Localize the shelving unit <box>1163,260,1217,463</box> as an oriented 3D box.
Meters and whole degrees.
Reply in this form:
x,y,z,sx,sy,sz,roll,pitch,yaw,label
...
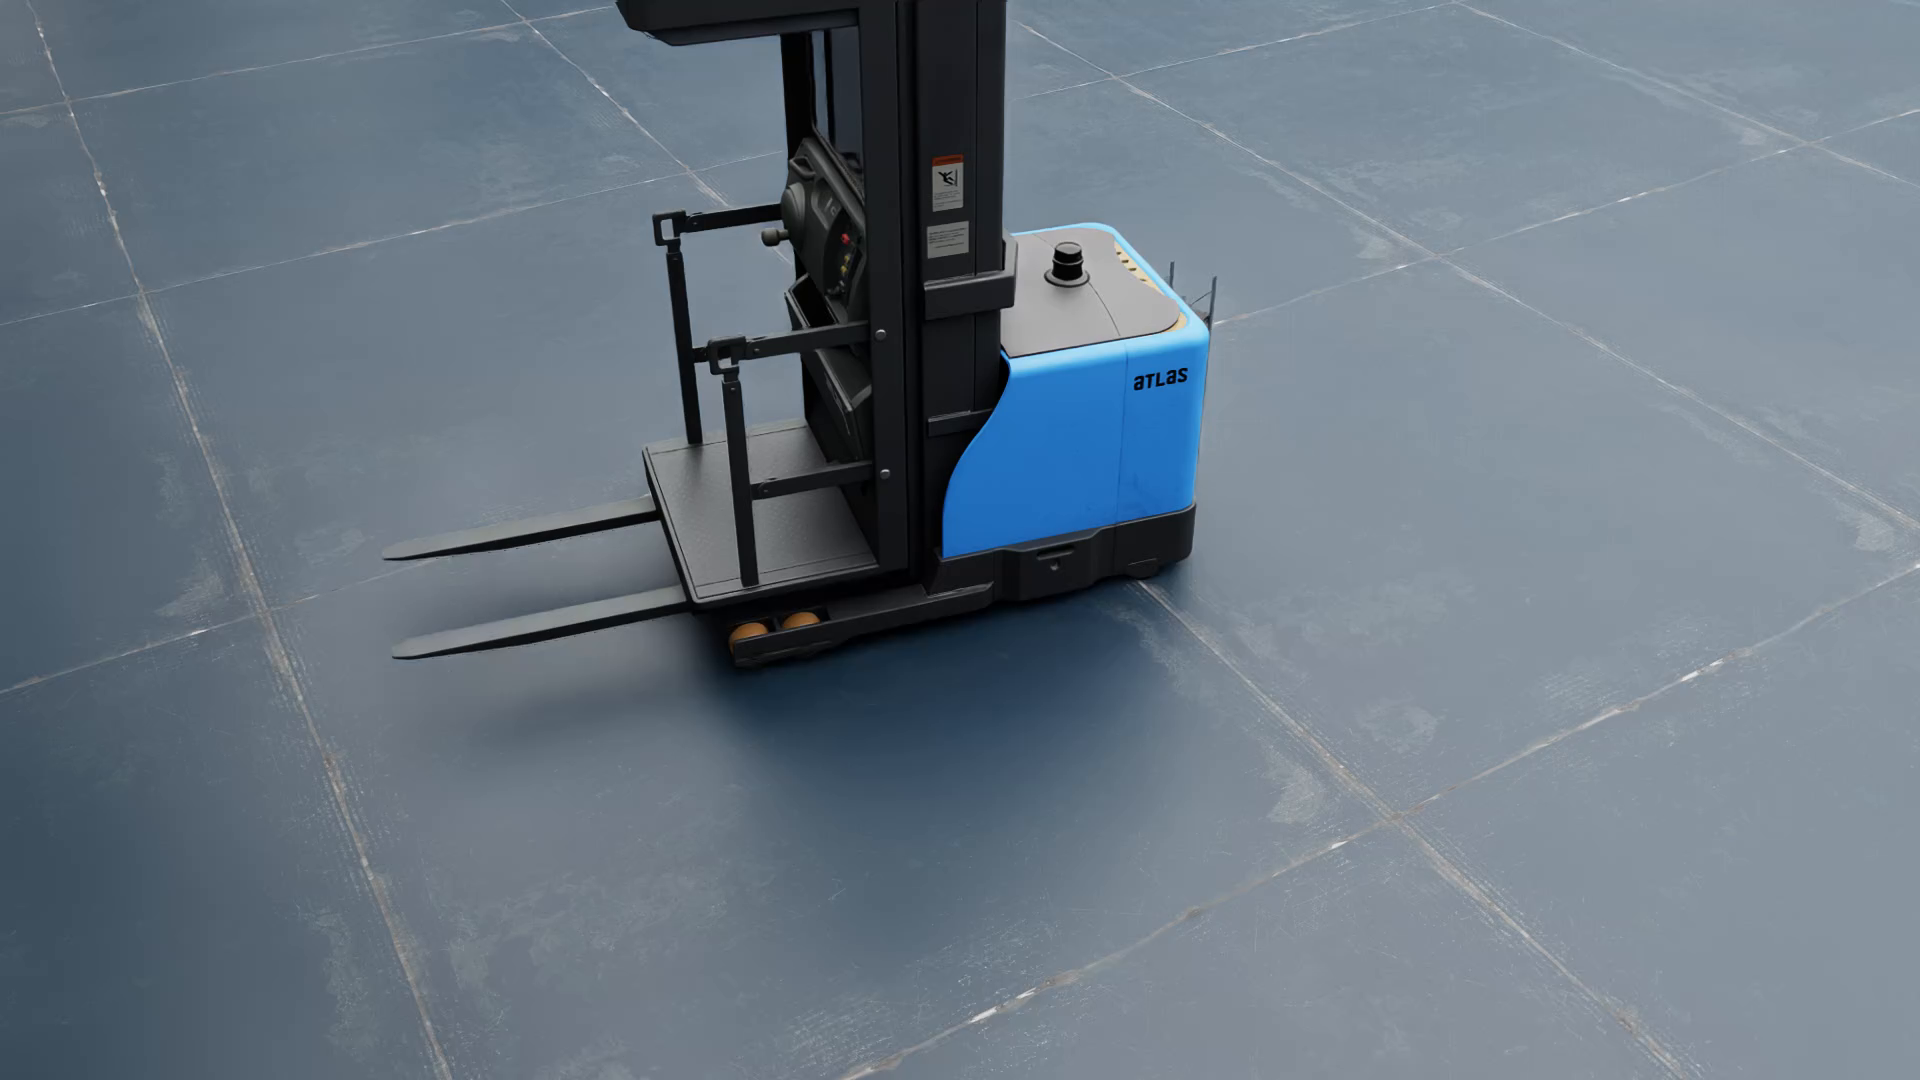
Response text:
x,y,z,sx,sy,sz,roll,pitch,yaw,label
0.876,-0.687,6.928,0.210,0.900,0.258,26,43,31,shelving unit

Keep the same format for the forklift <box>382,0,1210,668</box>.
x,y,z,sx,sy,sz,roll,pitch,yaw,label
-0.656,-1.064,5.722,3.031,2.935,1.130,-11,38,-15,forklift

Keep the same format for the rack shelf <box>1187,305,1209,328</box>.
x,y,z,sx,sy,sz,roll,pitch,yaw,label
0.876,-0.878,6.788,0.200,0.077,0.258,26,43,31,rack shelf

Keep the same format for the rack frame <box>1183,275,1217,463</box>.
x,y,z,sx,sy,sz,roll,pitch,yaw,label
0.955,-0.649,6.875,0.006,0.900,0.240,26,43,31,rack frame

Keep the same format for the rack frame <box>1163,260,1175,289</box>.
x,y,z,sx,sy,sz,roll,pitch,yaw,label
0.798,-0.725,6.980,0.006,0.900,0.240,26,43,31,rack frame
